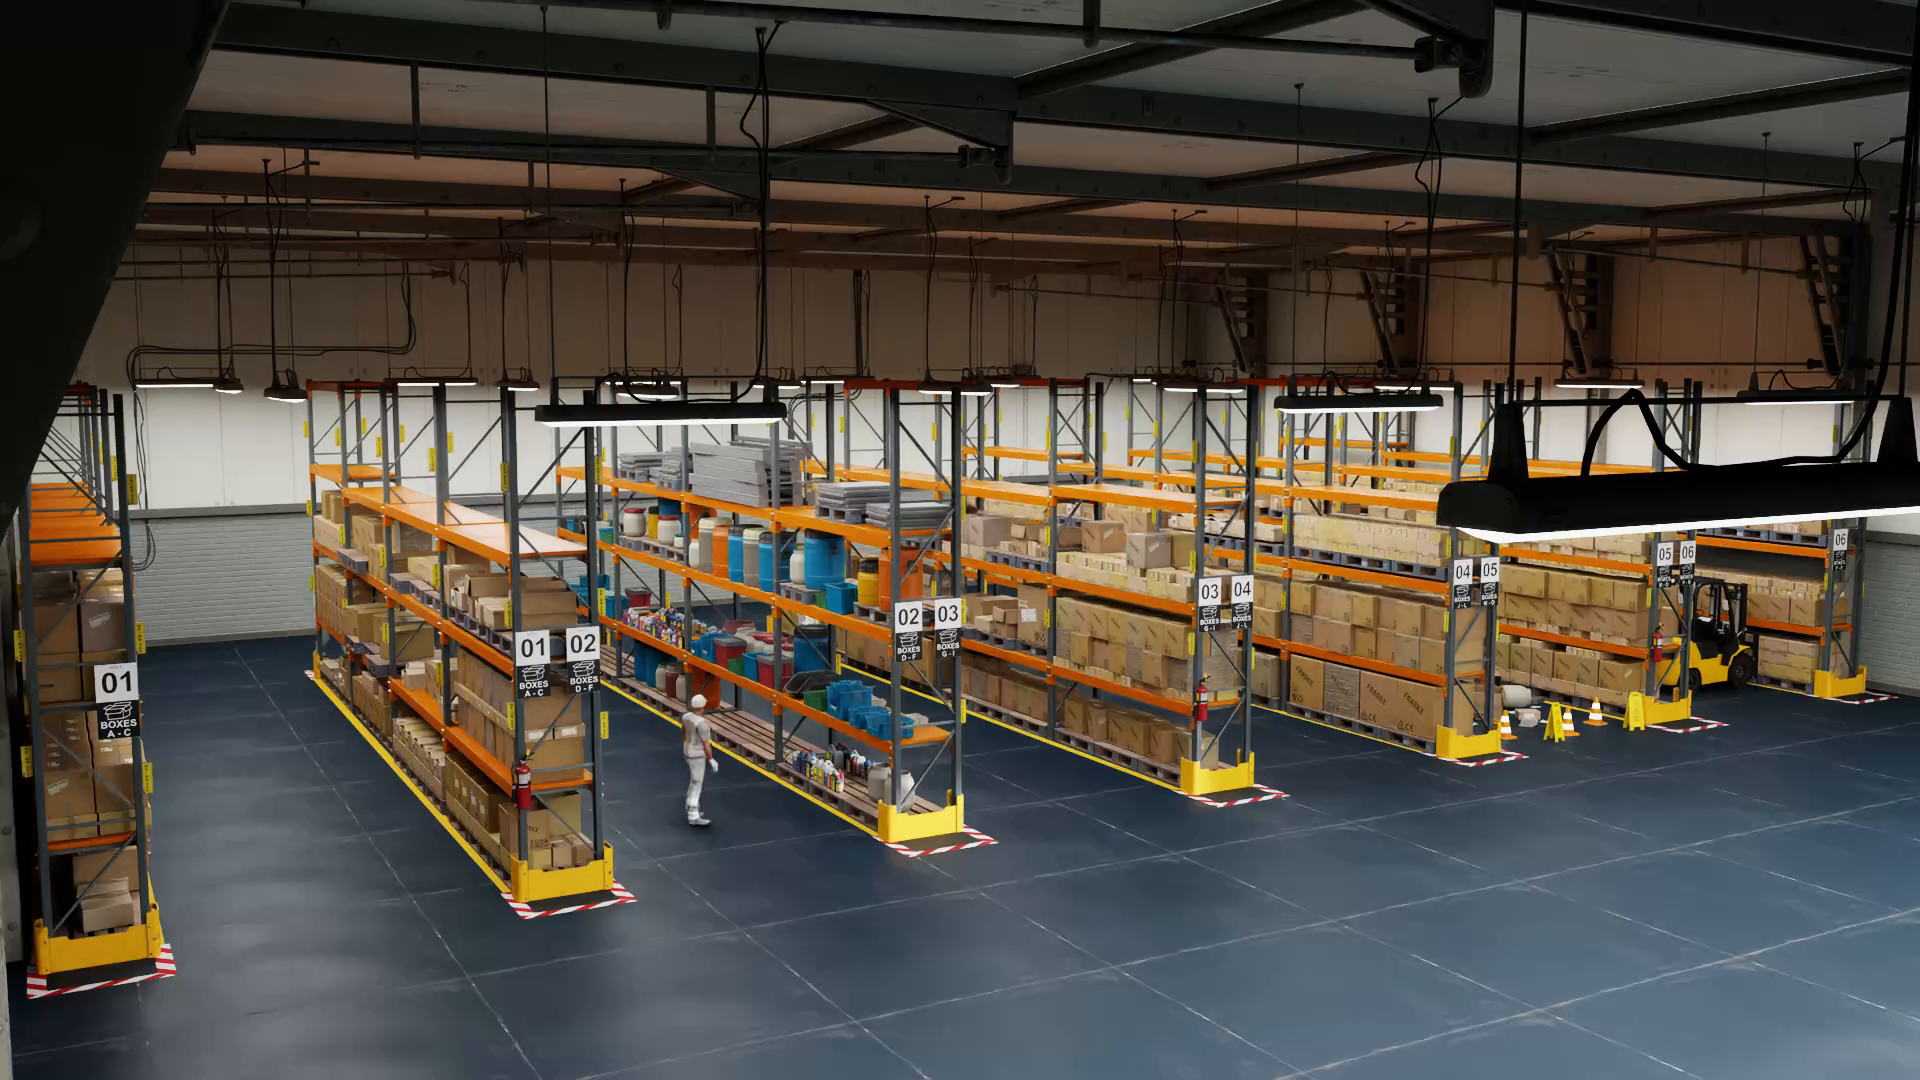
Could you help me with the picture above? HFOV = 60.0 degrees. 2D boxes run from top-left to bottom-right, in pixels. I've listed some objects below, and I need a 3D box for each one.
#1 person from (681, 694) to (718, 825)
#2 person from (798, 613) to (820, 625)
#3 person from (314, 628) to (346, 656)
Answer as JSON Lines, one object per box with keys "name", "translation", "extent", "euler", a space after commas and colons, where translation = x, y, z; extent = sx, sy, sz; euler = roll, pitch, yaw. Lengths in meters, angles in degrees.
{"name": "person", "translation": [-3.626, 3.020, 22.982], "extent": [0.449, 1.834, 0.662], "euler": [-3, 7, -27]}
{"name": "person", "translation": [-2.993, 1.915, 33.284], "extent": [0.546, 1.680, 1.045], "euler": [-3, 7, -29]}
{"name": "person", "translation": [-13.377, 1.697, 35.601], "extent": [1.025, 1.715, 0.583], "euler": [3, 7, 29]}
